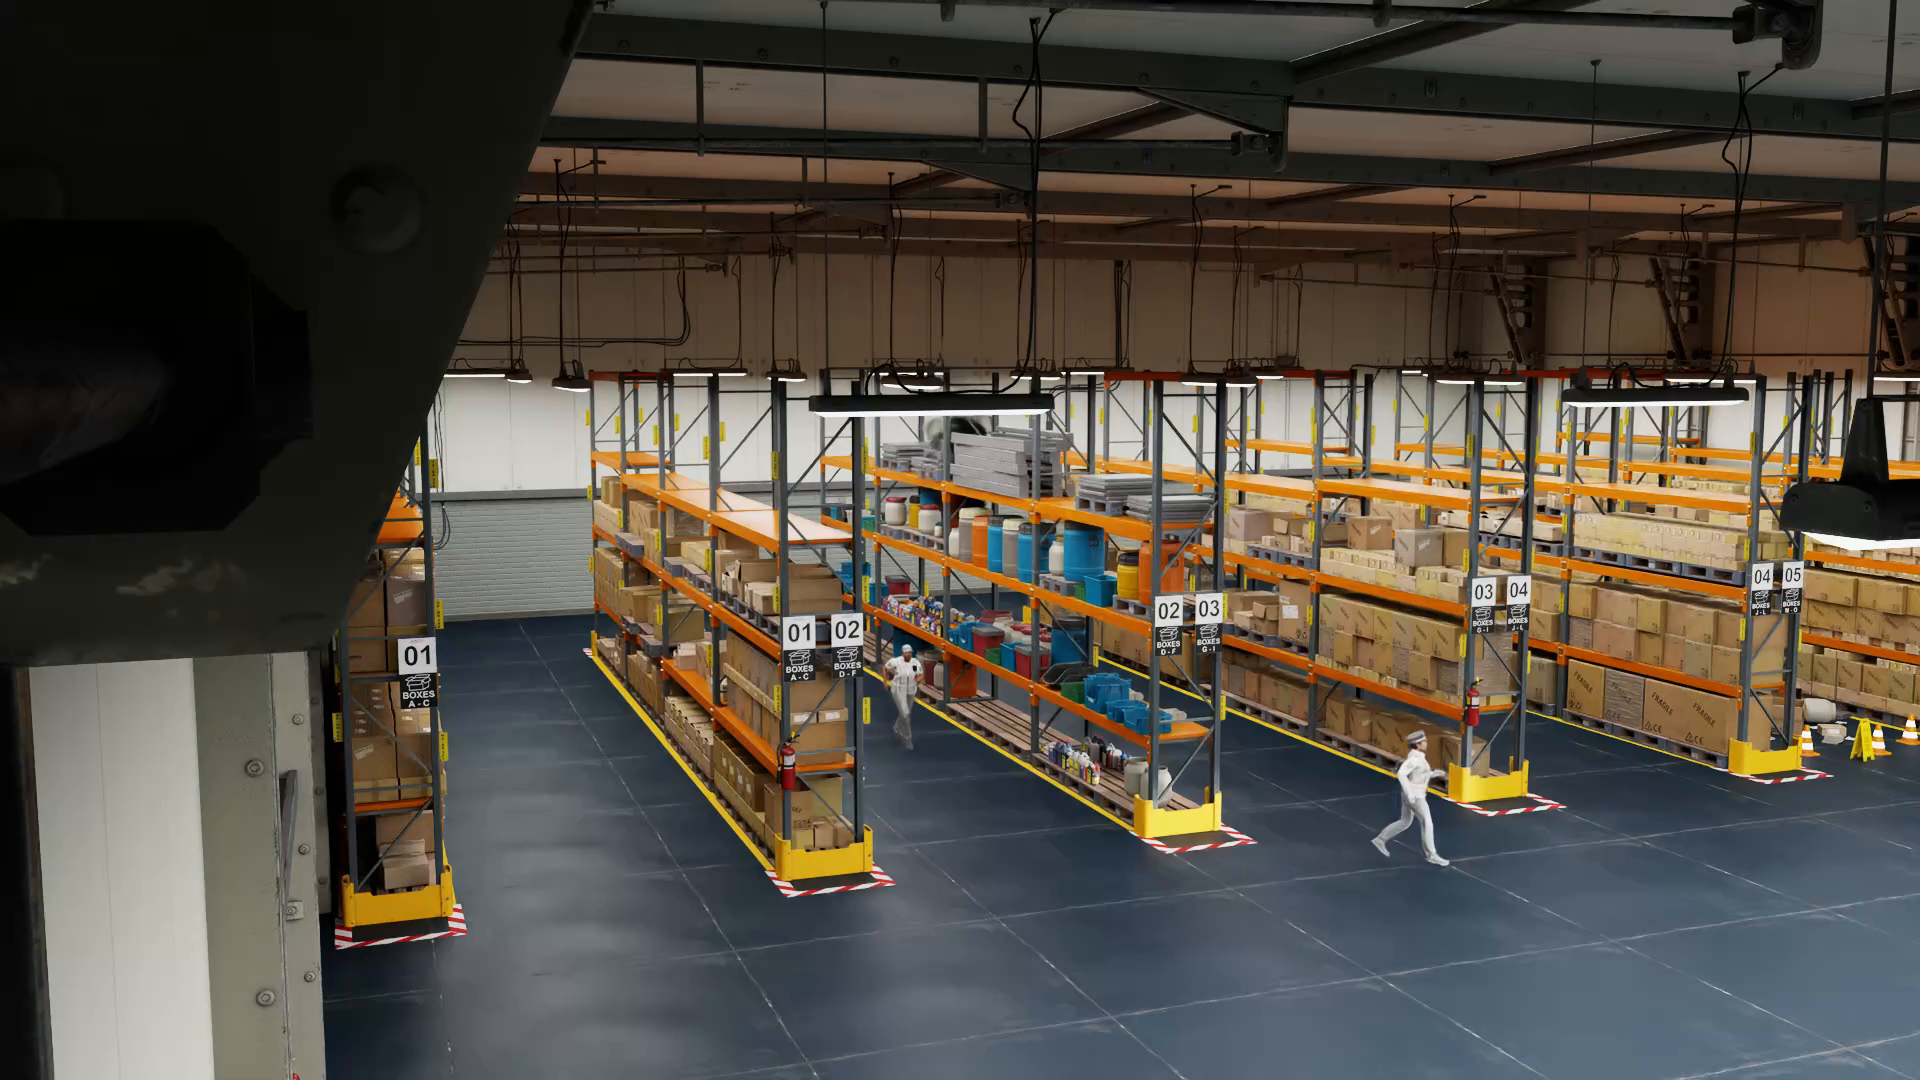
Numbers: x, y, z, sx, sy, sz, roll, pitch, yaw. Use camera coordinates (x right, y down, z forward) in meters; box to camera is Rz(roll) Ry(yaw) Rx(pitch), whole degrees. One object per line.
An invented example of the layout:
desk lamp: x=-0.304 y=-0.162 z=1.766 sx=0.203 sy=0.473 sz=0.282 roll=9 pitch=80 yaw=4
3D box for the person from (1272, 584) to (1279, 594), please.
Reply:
person: x=7.981 y=0.963 z=40.956 sx=0.624 sy=1.630 sz=0.509 roll=-6 pitch=9 yaw=-43

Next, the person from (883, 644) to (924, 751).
person: x=-0.912 y=2.515 z=26.973 sx=0.627 sy=1.713 sz=0.873 roll=-3 pitch=7 yaw=-22

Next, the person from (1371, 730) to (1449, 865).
person: x=5.592 y=3.172 z=20.570 sx=0.942 sy=1.684 sz=0.609 roll=1 pitch=6 yaw=8
